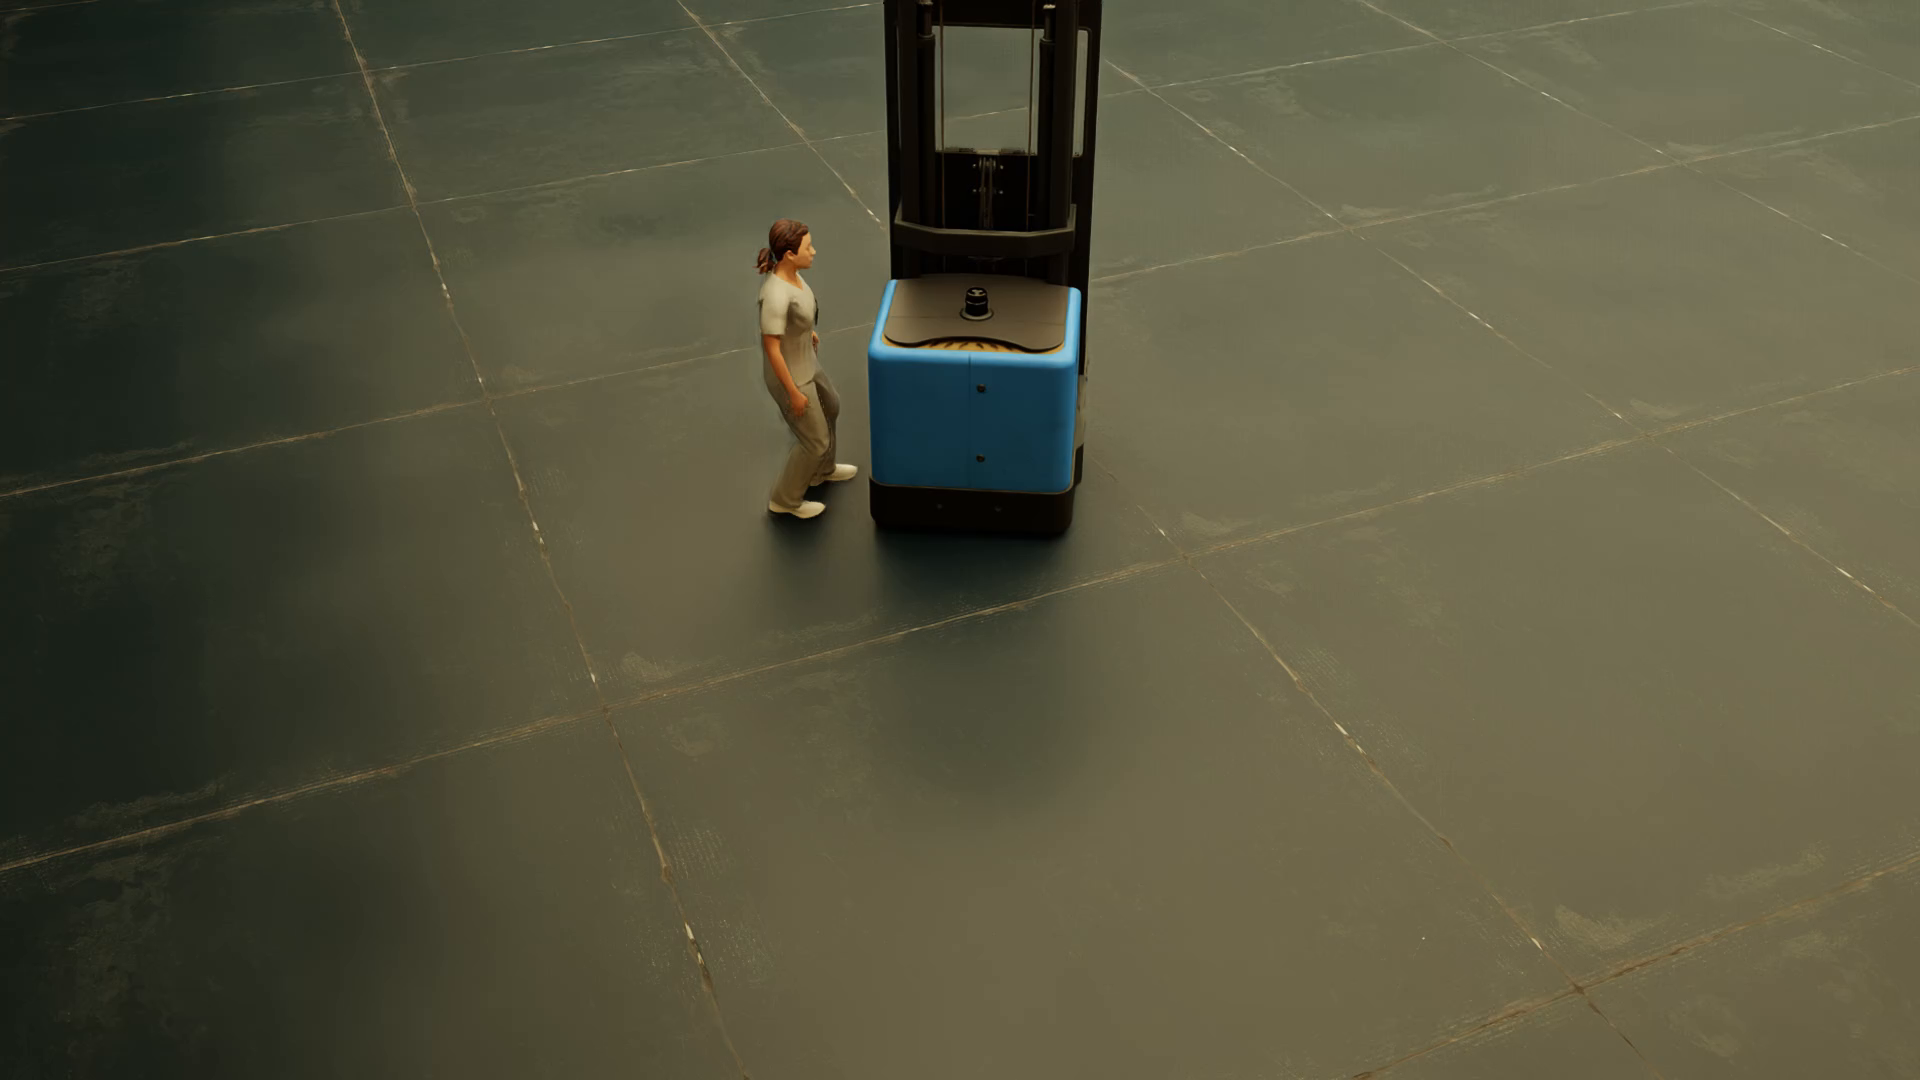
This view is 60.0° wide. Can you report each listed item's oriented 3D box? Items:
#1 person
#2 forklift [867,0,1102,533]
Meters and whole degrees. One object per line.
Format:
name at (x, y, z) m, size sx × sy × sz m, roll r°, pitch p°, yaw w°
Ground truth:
person at (-0.789, -0.860, 8.438) m, size 0.451 × 1.628 × 0.725 m, roll 0°, pitch 35°, yaw 0°
forklift at (0.188, -2.070, 9.009) m, size 1.130 × 2.935 × 3.031 m, roll 3°, pitch 36°, yaw 4°
